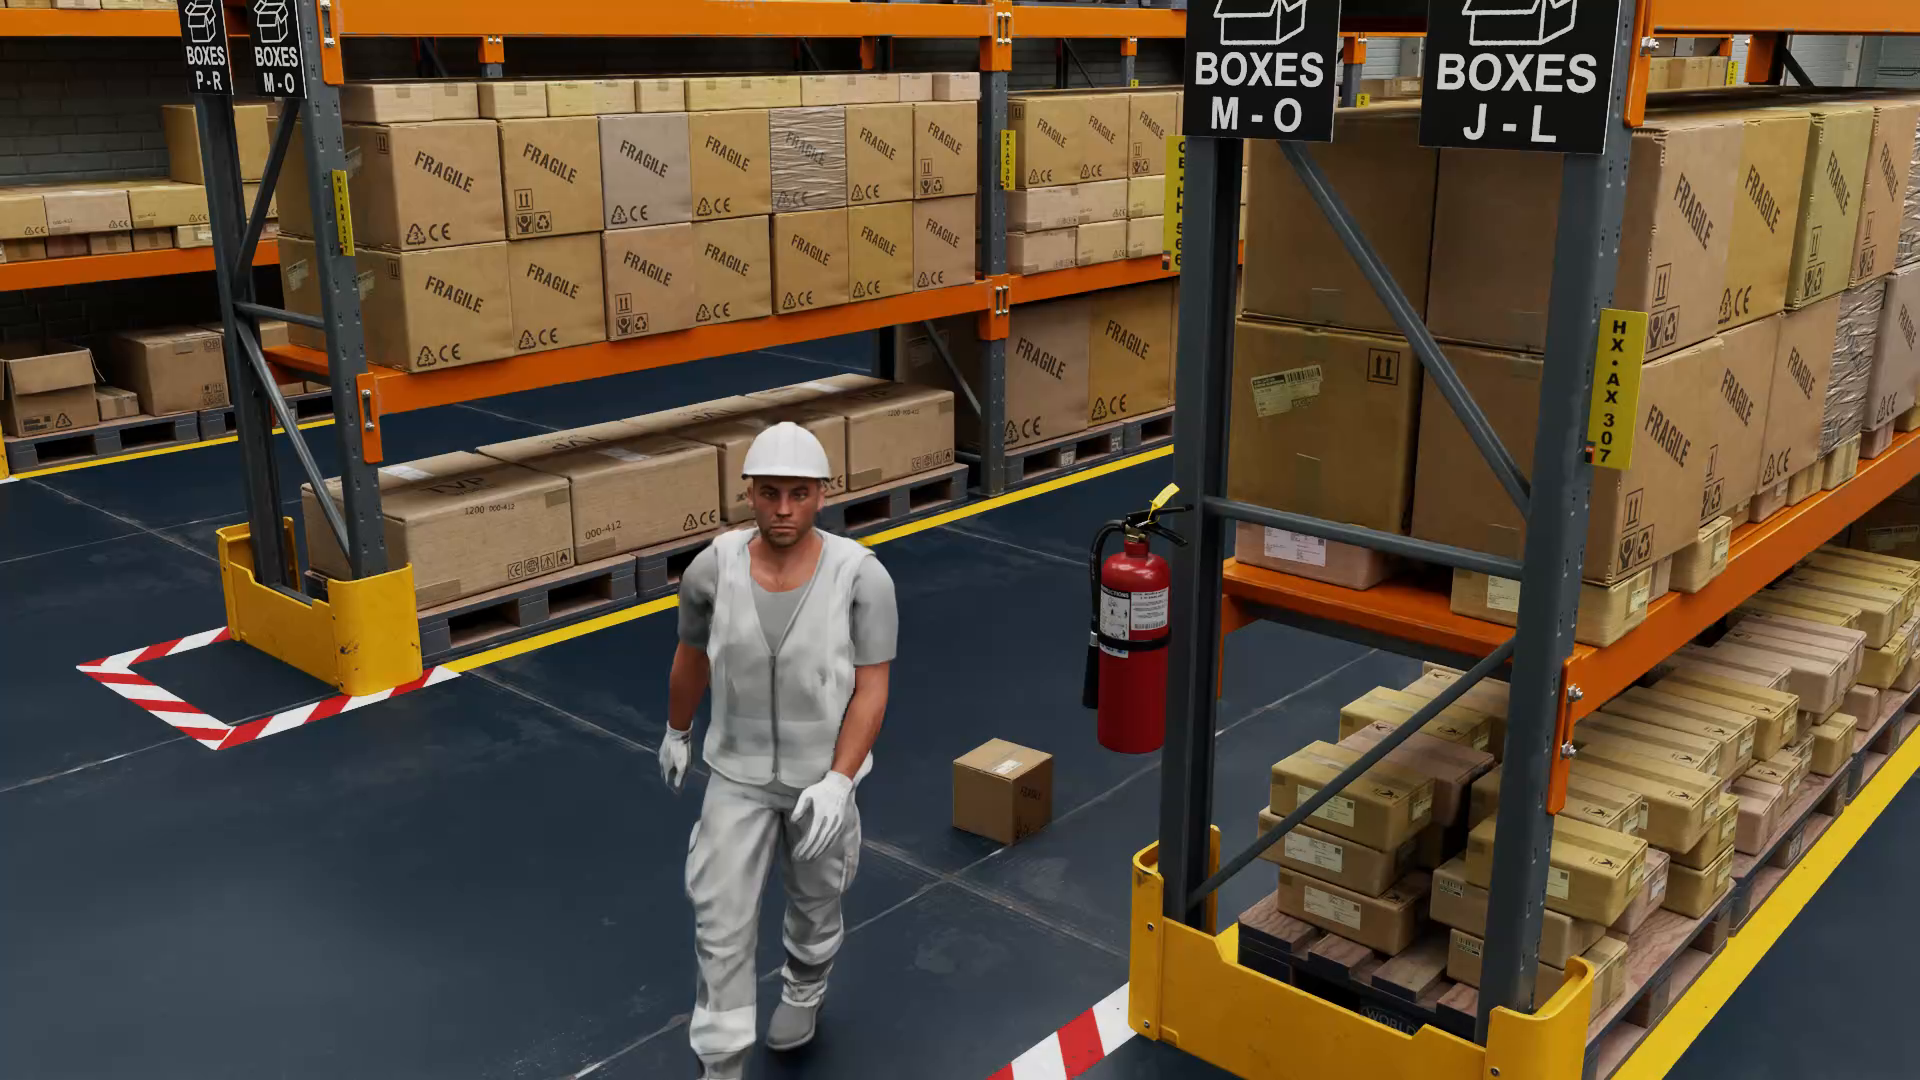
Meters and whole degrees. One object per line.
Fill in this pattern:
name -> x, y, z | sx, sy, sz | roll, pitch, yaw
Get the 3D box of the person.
person -> -0.469, 0.588, 3.968 | 0.637, 1.745, 0.948 | 1, 17, 3
